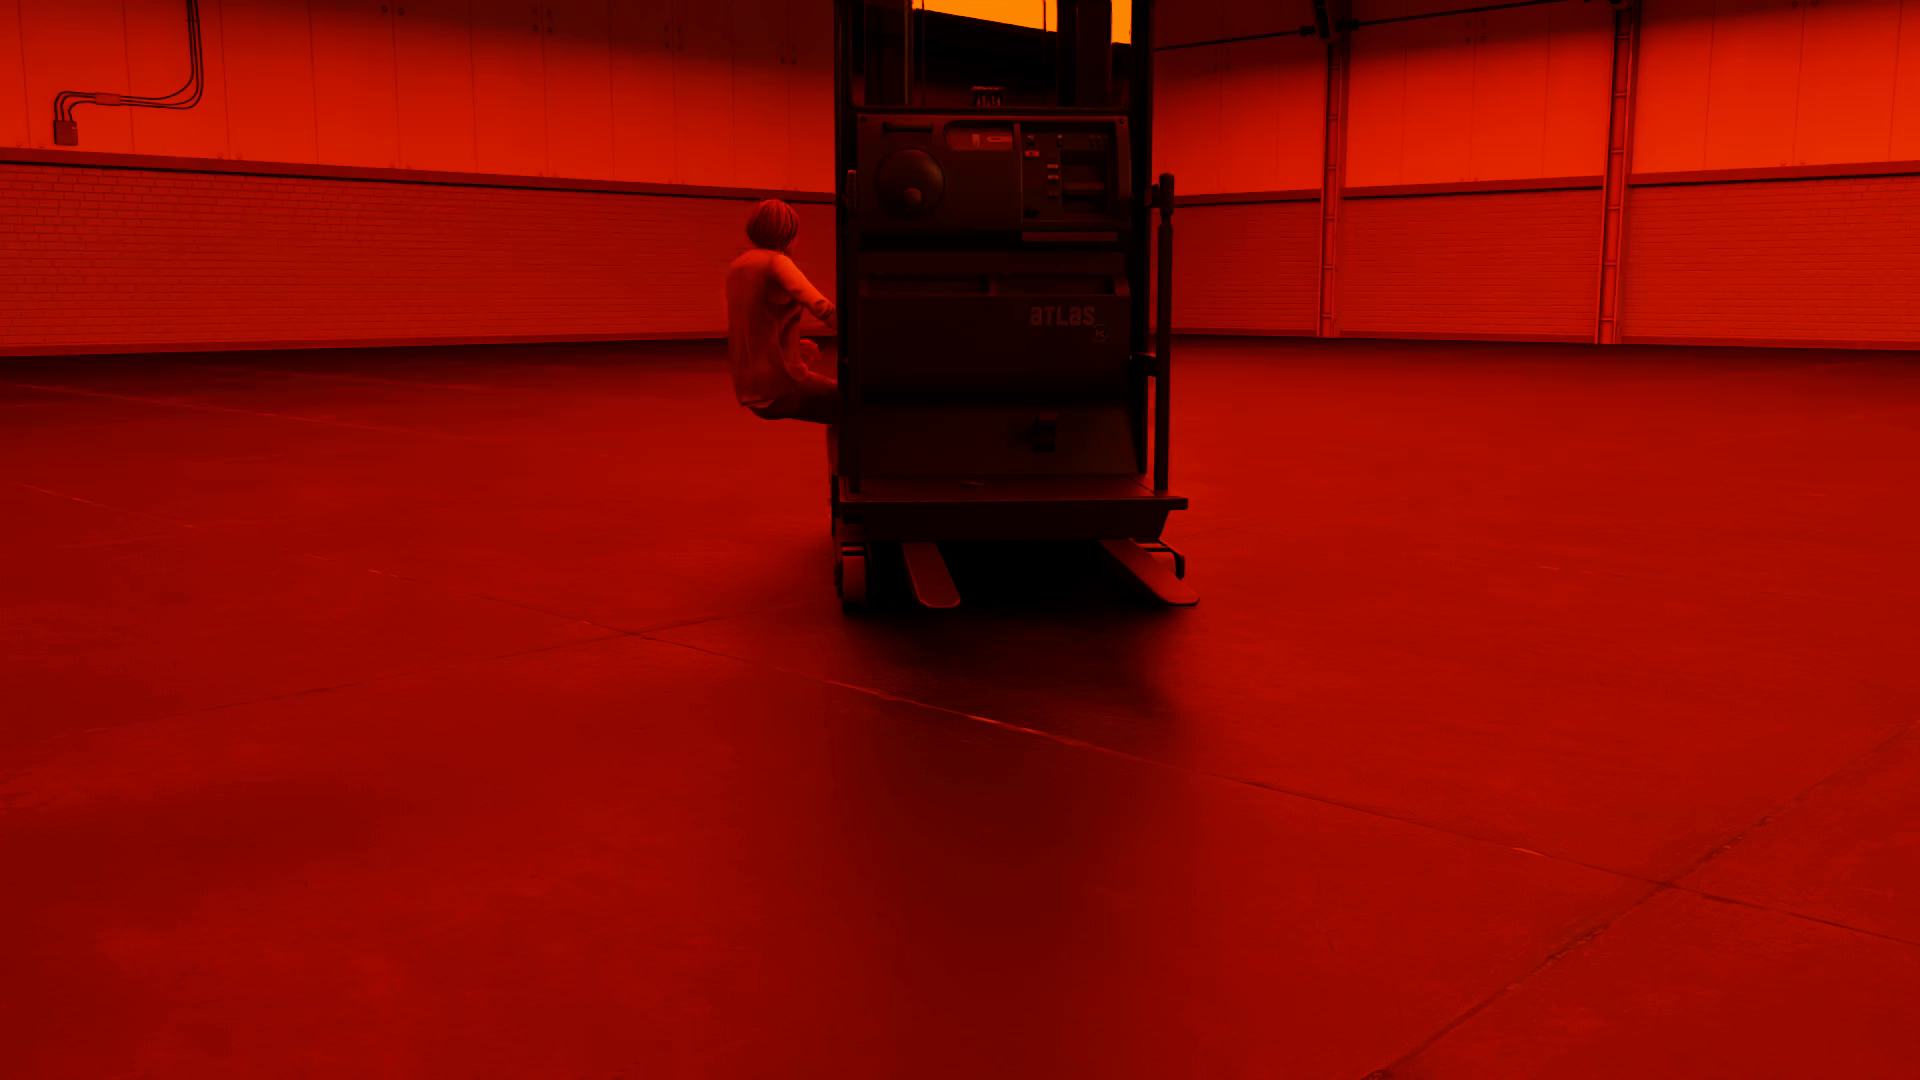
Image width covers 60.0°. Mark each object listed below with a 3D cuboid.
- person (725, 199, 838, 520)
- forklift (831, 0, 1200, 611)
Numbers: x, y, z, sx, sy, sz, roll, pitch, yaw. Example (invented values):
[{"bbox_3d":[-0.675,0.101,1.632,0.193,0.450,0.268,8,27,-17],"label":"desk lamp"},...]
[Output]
[{"bbox_3d":[-0.590,-0.698,6.902,0.760,1.394,0.679,-8,12,-43],"label":"person"},{"bbox_3d":[0.135,-1.290,5.441,1.130,2.935,3.031,-1,9,-5],"label":"forklift"}]
